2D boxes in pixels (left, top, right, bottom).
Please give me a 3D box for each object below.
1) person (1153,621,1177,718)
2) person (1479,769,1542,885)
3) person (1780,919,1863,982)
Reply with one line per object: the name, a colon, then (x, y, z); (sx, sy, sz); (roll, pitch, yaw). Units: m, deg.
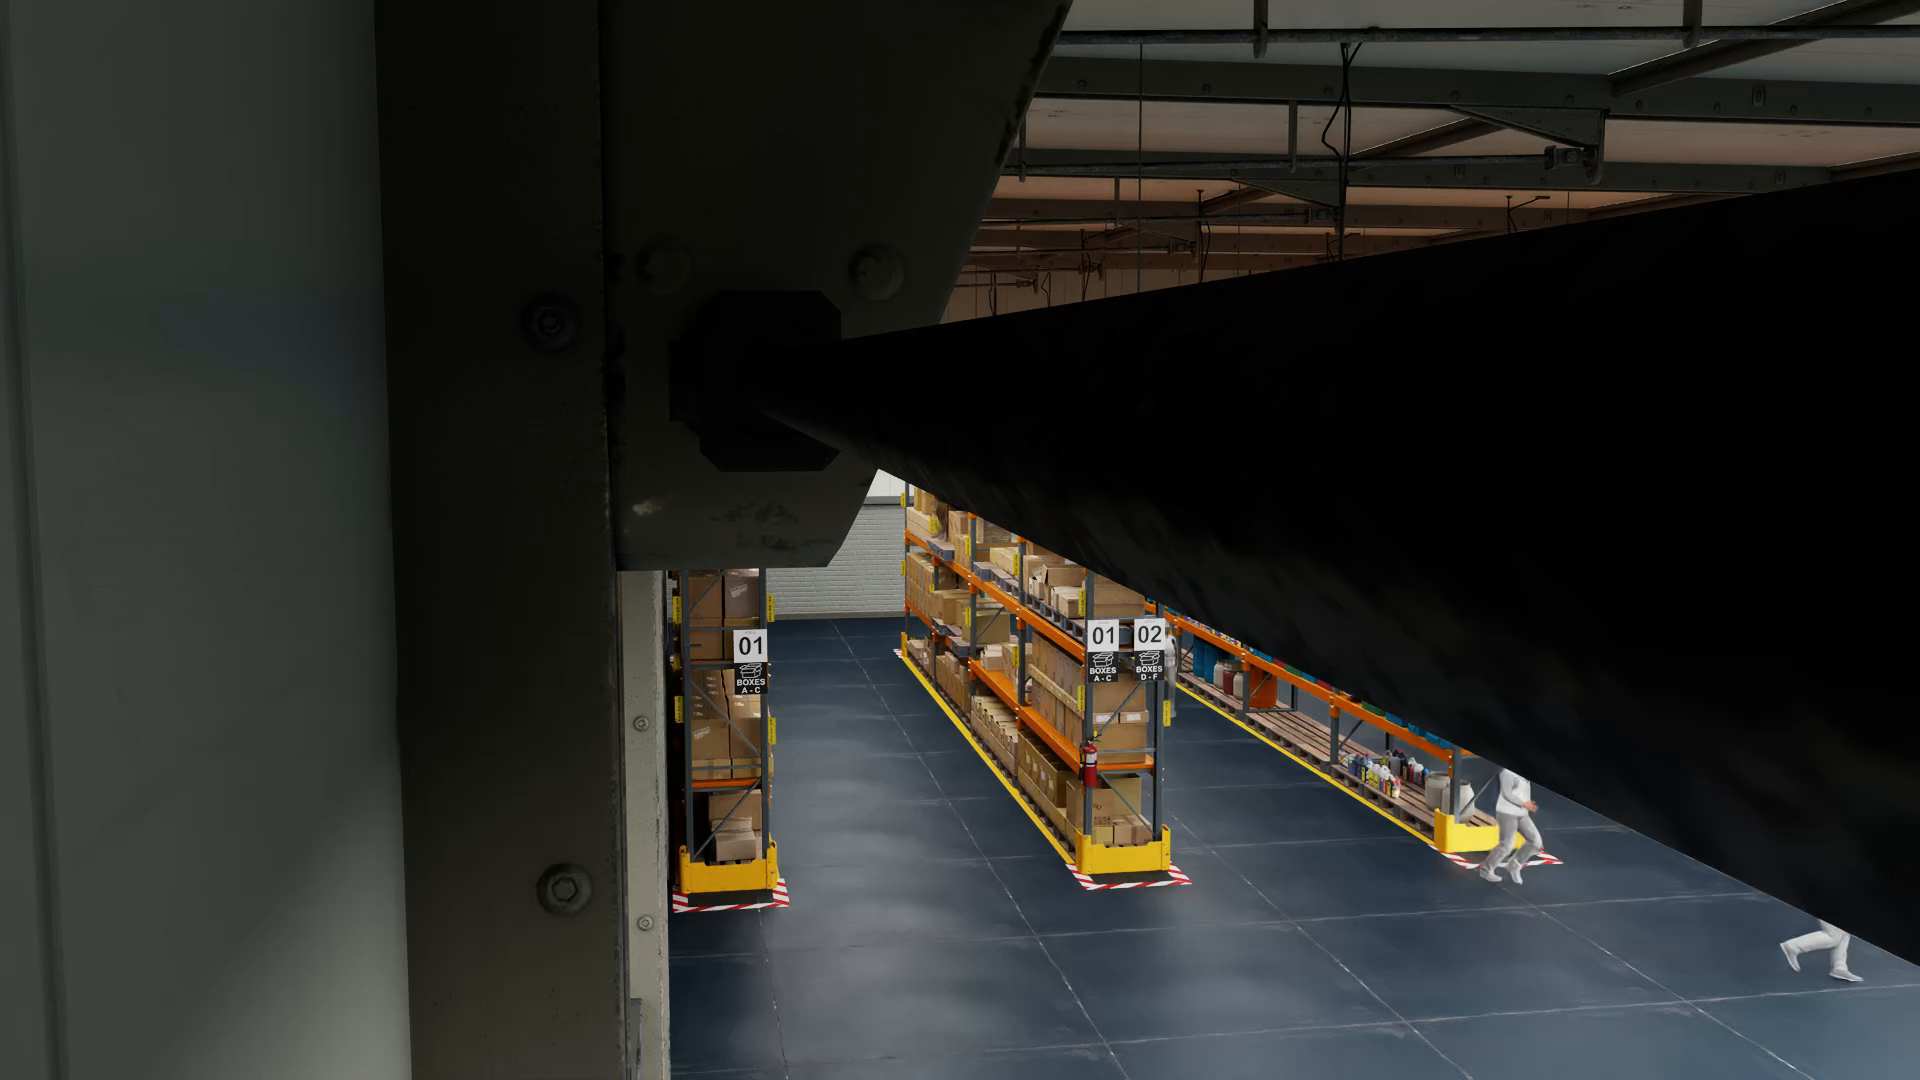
person: (3.718, 2.333, 30.415); (0.534, 1.739, 0.862); (-1, 6, -10)
person: (6.806, 3.357, 20.421); (0.676, 1.775, 0.706); (5, 7, 38)
person: (8.947, 3.685, 17.227); (0.834, 1.785, 0.670); (2, 6, 16)
